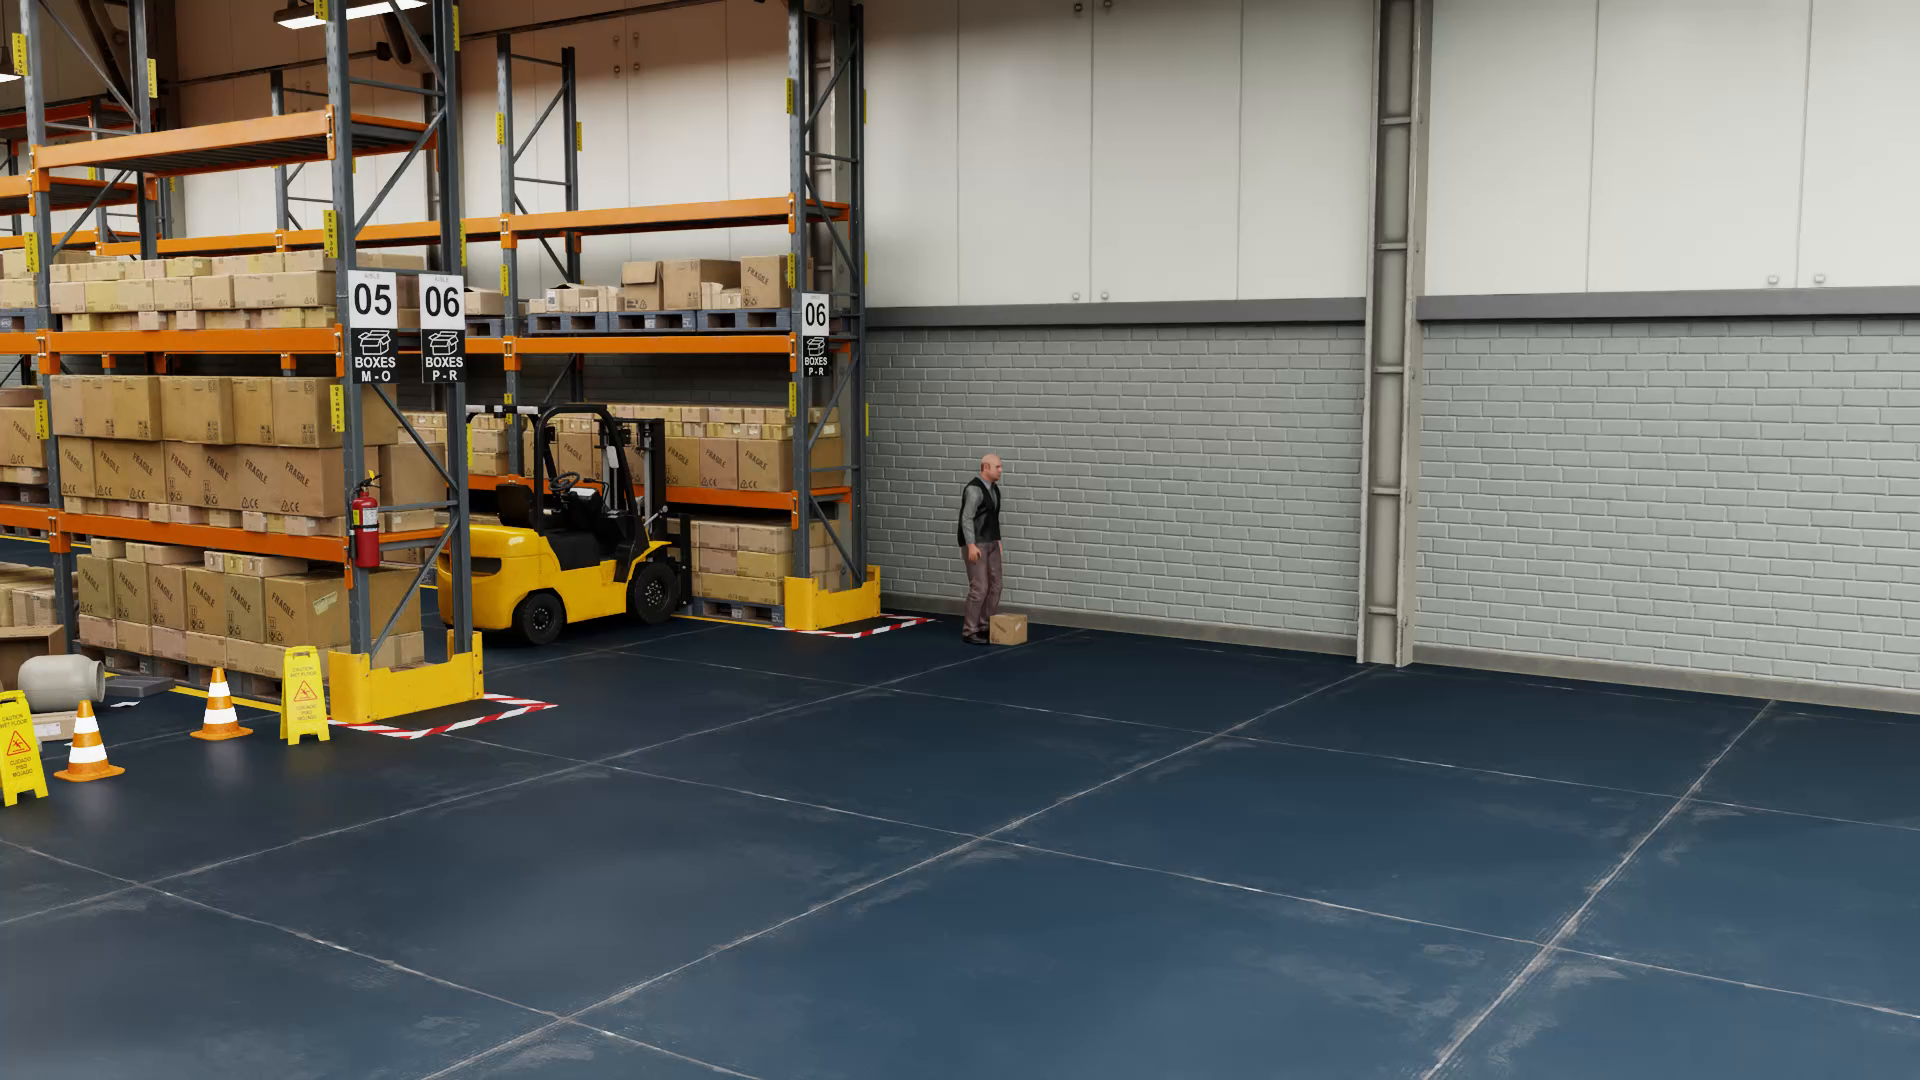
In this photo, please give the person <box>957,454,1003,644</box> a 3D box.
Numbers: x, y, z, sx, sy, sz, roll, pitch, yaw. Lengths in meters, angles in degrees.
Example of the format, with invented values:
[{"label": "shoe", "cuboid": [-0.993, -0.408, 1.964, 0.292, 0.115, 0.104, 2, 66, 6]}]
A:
[{"label": "person", "cuboid": [0.213, 0.068, 15.269, 0.398, 1.719, 0.583, 4, 7, 30]}]
